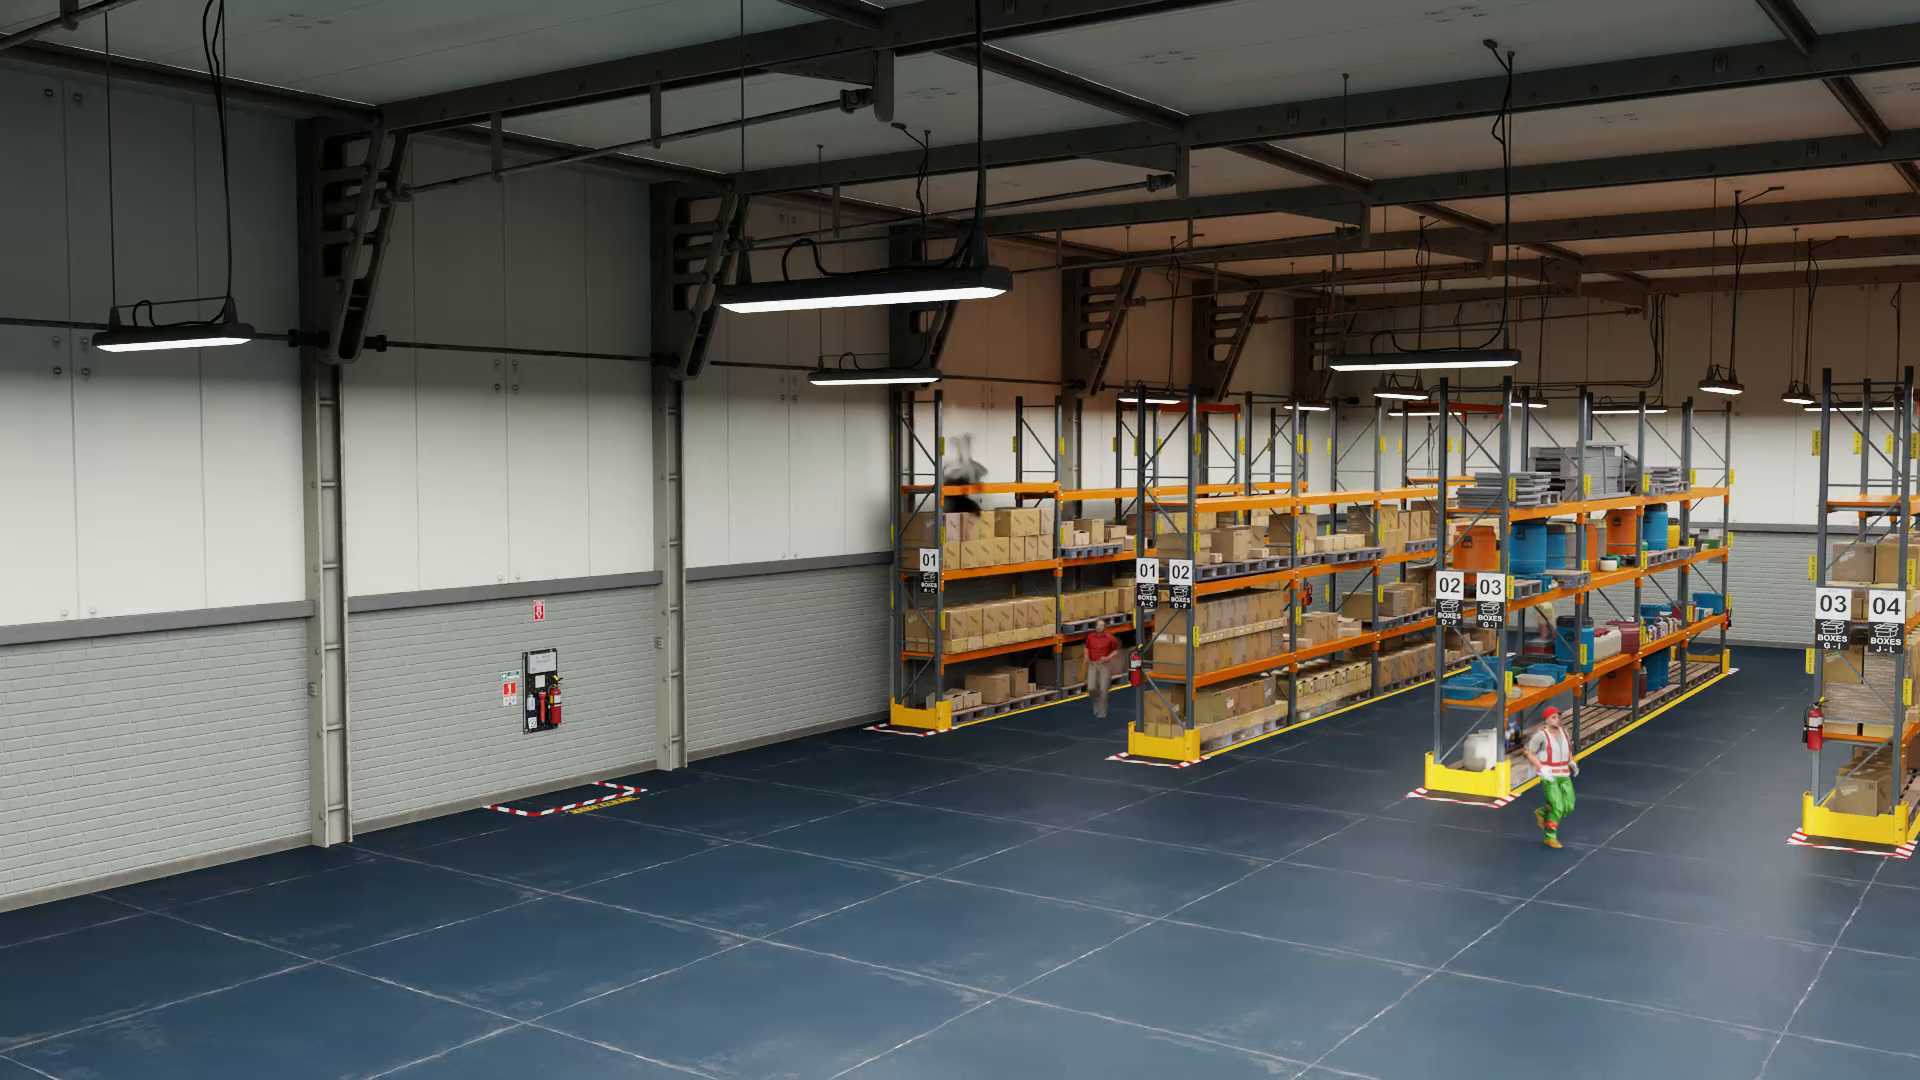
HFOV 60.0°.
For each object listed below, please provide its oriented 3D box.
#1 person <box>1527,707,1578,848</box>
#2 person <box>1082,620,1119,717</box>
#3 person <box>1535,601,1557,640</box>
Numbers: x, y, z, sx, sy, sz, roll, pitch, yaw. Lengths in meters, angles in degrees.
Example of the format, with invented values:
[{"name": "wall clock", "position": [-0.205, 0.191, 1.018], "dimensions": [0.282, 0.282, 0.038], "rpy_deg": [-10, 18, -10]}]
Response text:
[{"name": "person", "position": [7.425, 2.960, 20.902], "dimensions": [0.659, 1.748, 0.584], "rpy_deg": [-1, 3, -20]}, {"name": "person", "position": [2.416, 2.241, 28.924], "dimensions": [0.665, 1.700, 0.559], "rpy_deg": [1, 3, 20]}, {"name": "person", "position": [13.813, 1.911, 39.235], "dimensions": [0.587, 1.546, 0.728], "rpy_deg": [0, 3, -7]}]
